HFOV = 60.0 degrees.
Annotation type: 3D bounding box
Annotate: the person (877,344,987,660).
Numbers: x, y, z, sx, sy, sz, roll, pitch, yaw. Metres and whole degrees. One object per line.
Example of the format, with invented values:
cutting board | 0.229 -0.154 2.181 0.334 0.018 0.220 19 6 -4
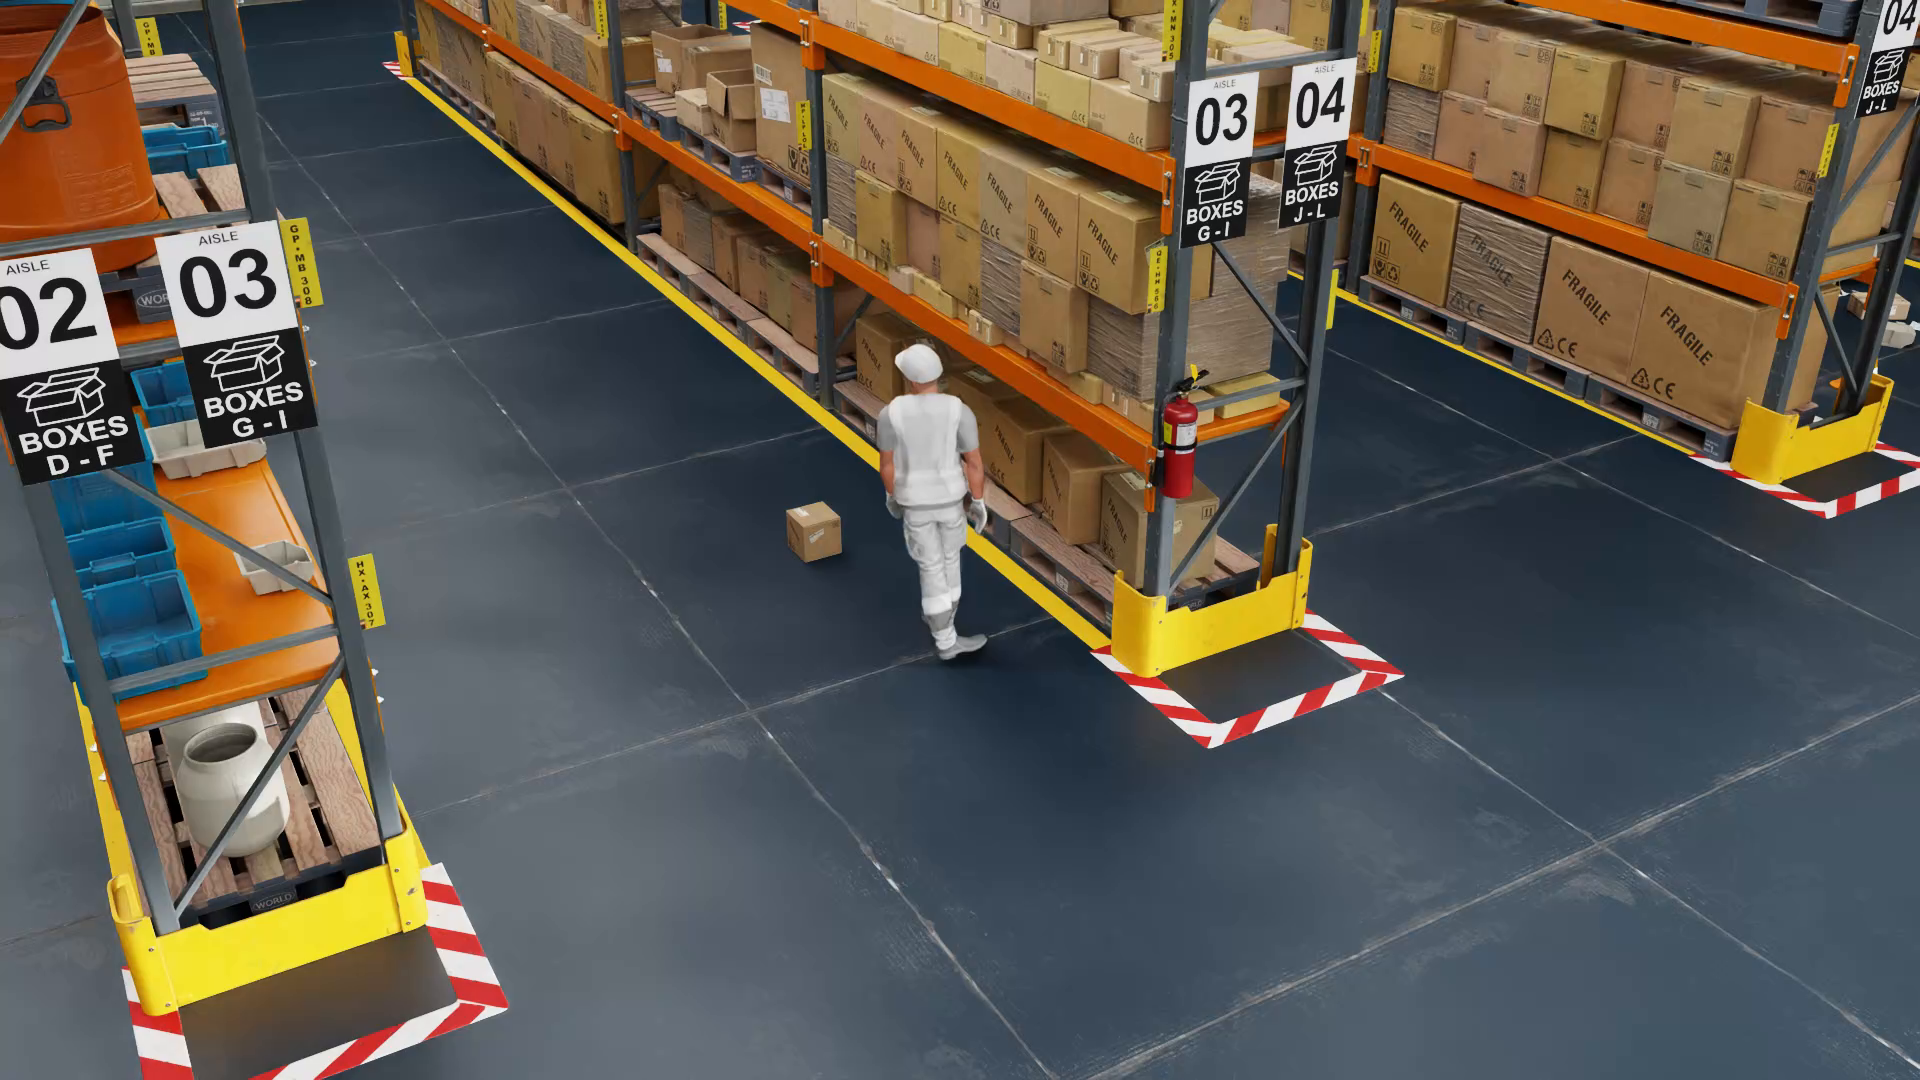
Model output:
person | -0.146 -0.221 8.950 0.586 1.778 0.586 -1 29 -2
